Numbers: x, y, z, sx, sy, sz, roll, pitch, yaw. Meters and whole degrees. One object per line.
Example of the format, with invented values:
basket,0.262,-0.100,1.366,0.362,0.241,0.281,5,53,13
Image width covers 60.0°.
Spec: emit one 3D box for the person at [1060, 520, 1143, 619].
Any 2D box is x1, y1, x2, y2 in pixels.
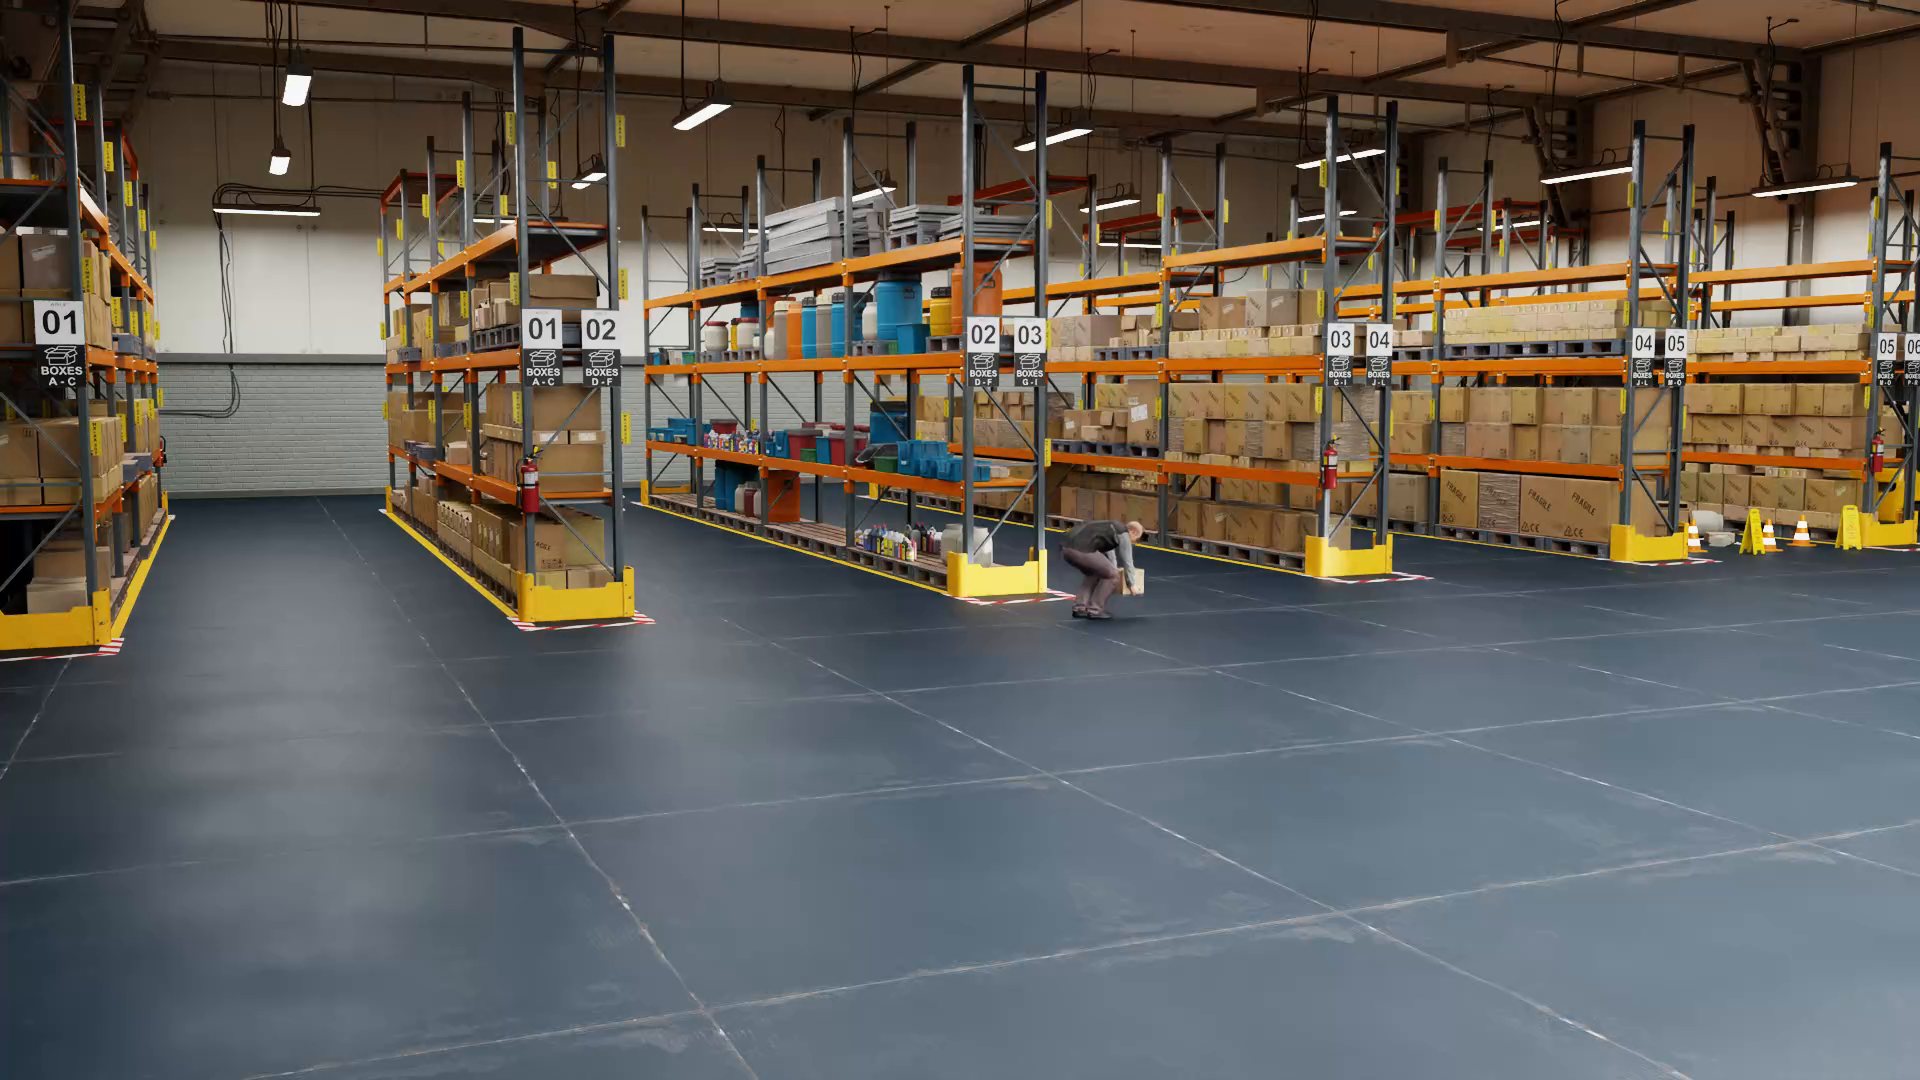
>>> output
person,1.509,0.298,17.452,0.949,1.023,0.504,-3,6,-26
